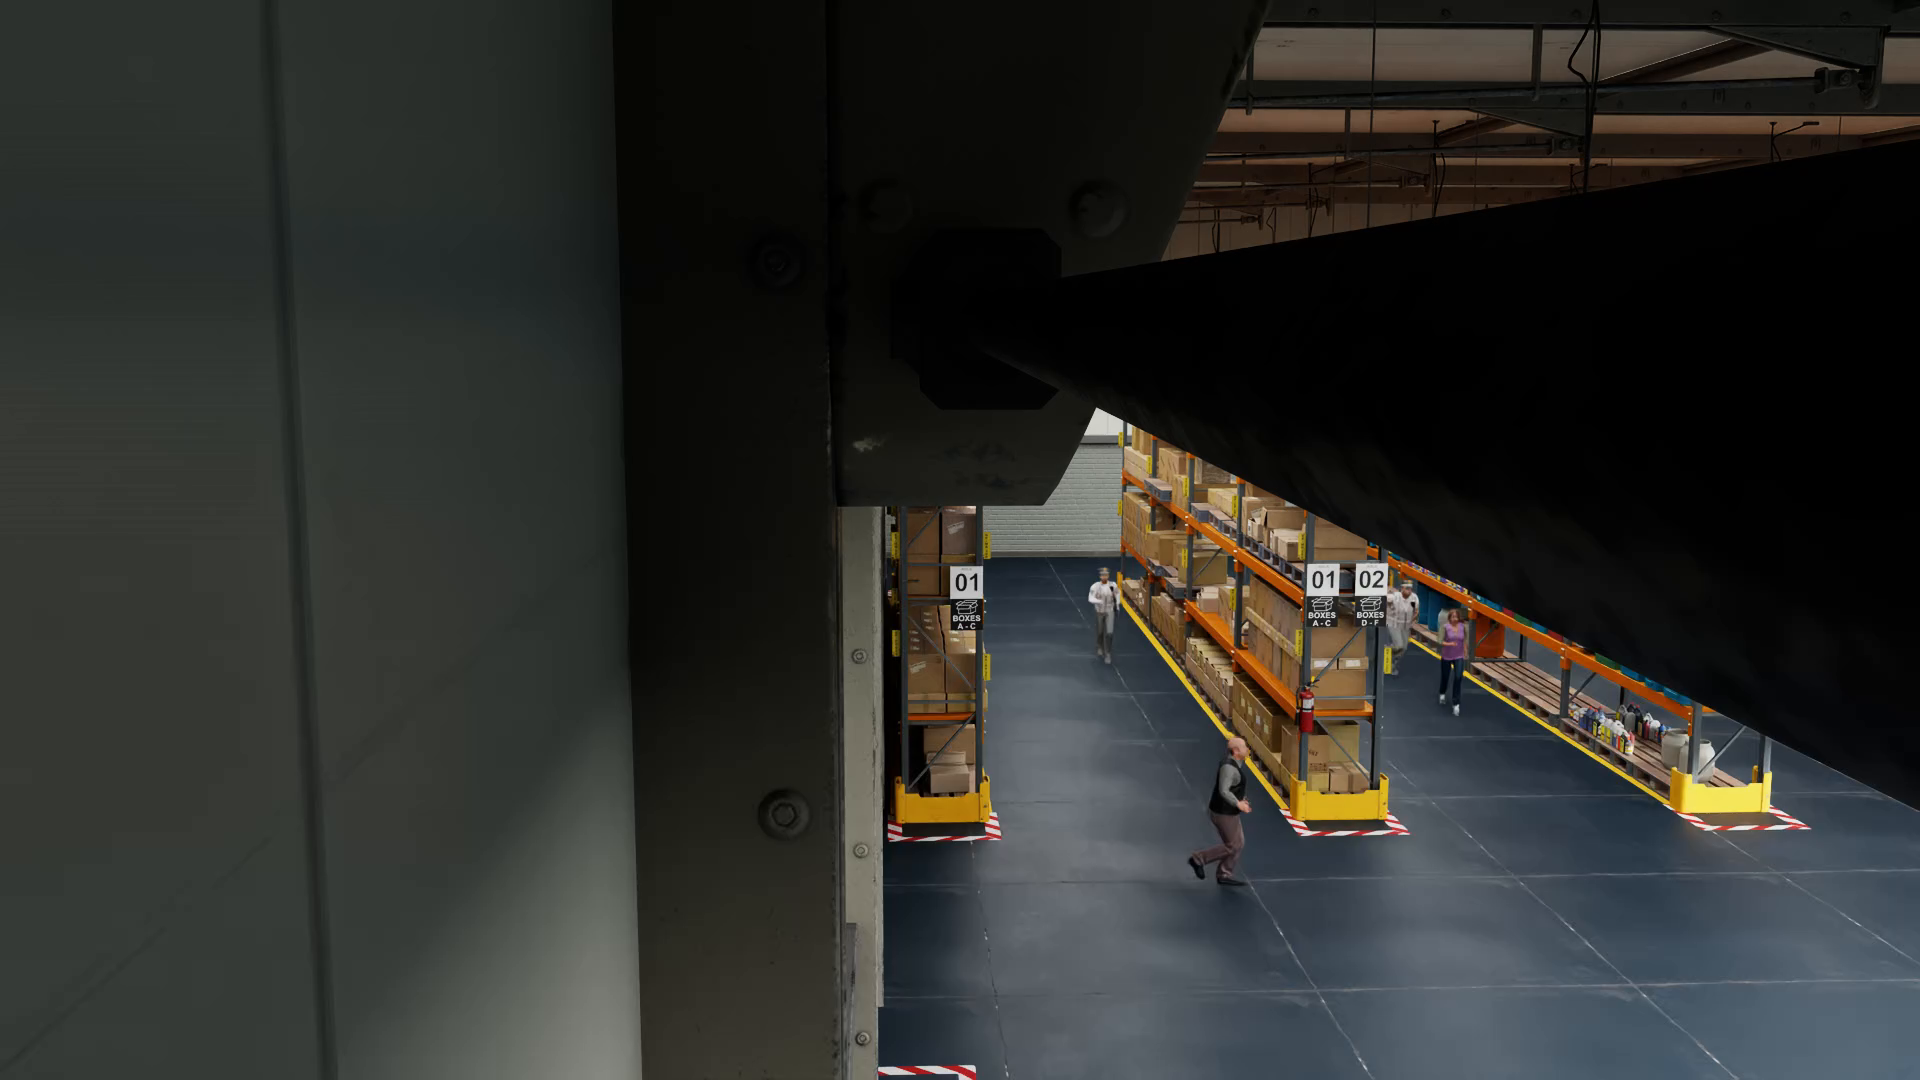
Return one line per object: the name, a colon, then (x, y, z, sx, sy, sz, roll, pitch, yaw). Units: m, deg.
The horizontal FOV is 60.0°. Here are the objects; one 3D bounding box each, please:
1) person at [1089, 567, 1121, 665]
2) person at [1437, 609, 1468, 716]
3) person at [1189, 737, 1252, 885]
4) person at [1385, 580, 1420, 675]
person: (2.581, 1.332, 29.683, 0.580, 1.745, 0.816, 1, 8, 4)
person: (7.705, 1.872, 26.062, 0.531, 1.621, 0.823, 1, 8, 4)
person: (2.863, 2.970, 18.233, 0.677, 1.670, 0.660, 2, 8, 12)
person: (7.575, 1.497, 28.548, 0.638, 1.695, 0.737, -3, 8, -18)
